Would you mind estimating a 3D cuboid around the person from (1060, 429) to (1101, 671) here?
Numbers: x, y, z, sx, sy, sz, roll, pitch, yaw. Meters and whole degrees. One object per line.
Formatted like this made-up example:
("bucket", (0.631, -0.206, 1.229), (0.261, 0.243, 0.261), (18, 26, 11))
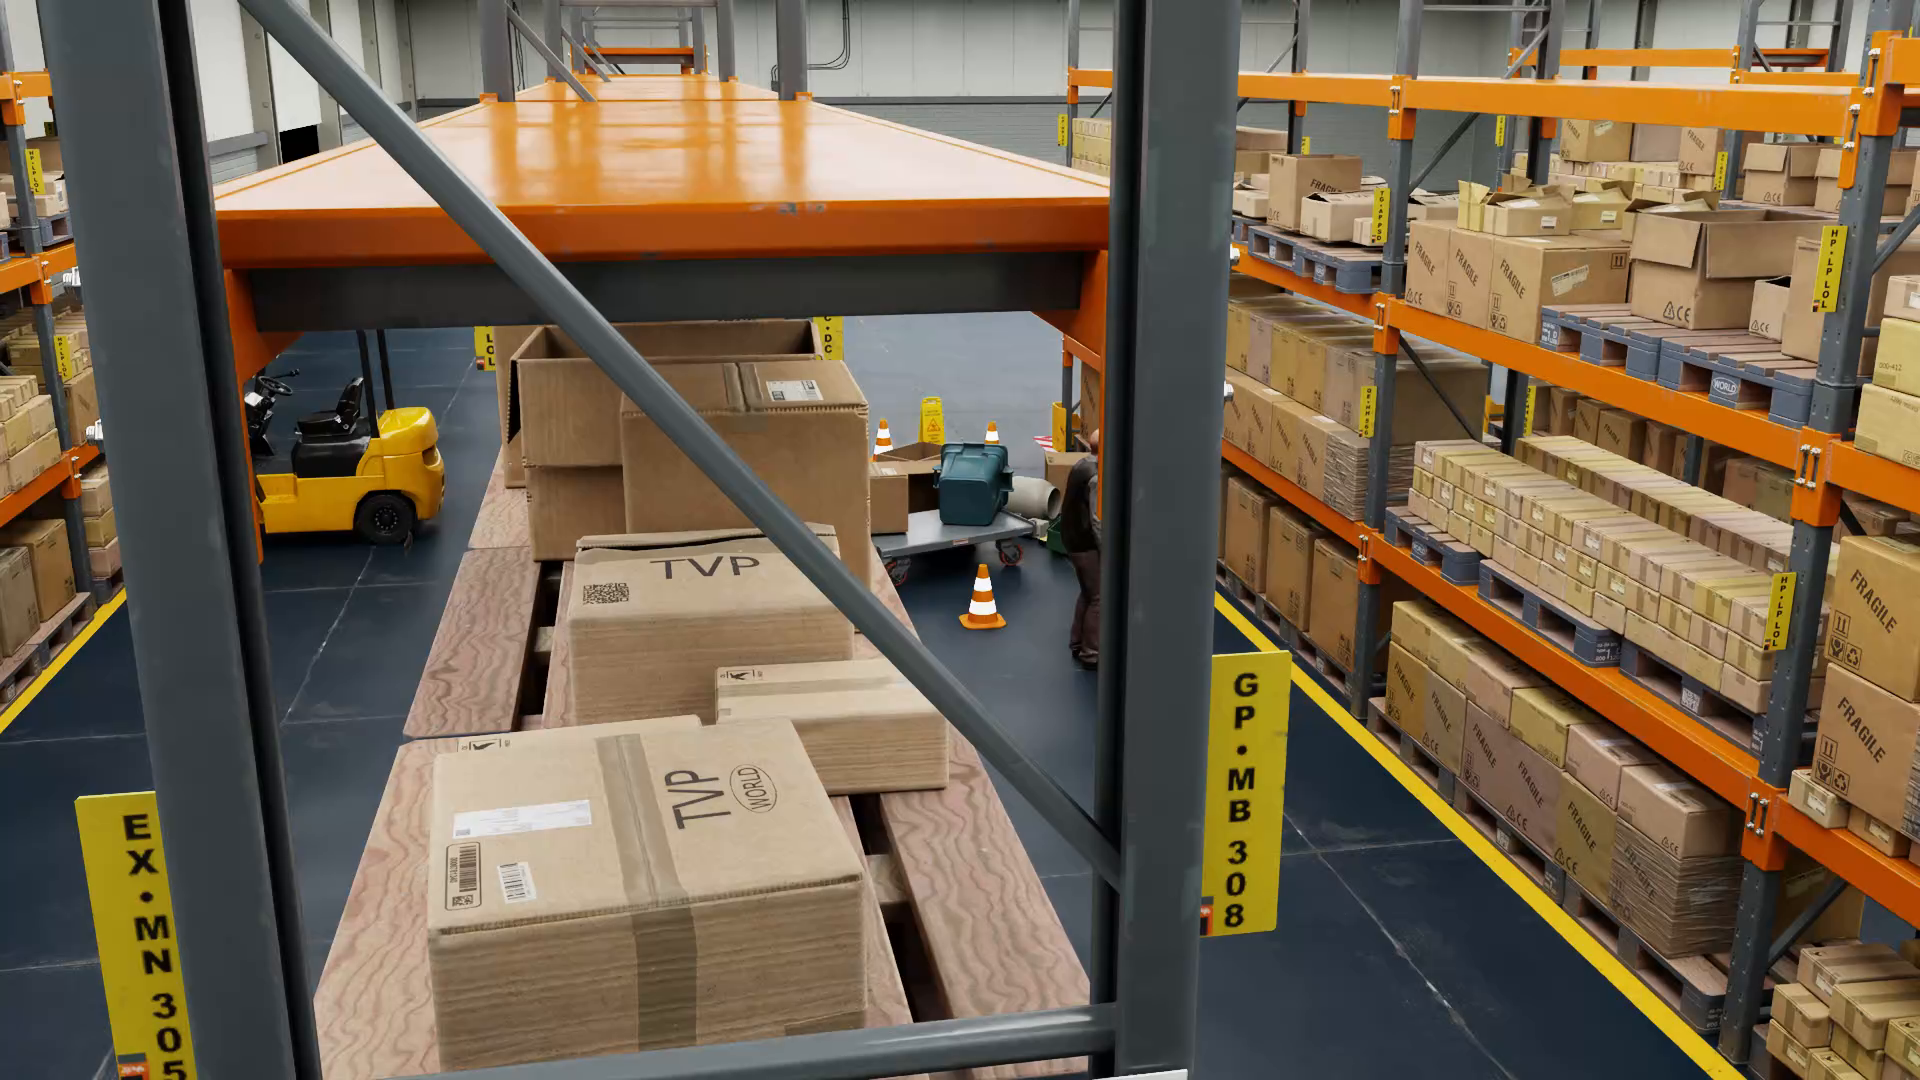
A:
("person", (0.936, 0.051, 11.902), (0.418, 1.721, 0.581), (-3, 16, -10))
